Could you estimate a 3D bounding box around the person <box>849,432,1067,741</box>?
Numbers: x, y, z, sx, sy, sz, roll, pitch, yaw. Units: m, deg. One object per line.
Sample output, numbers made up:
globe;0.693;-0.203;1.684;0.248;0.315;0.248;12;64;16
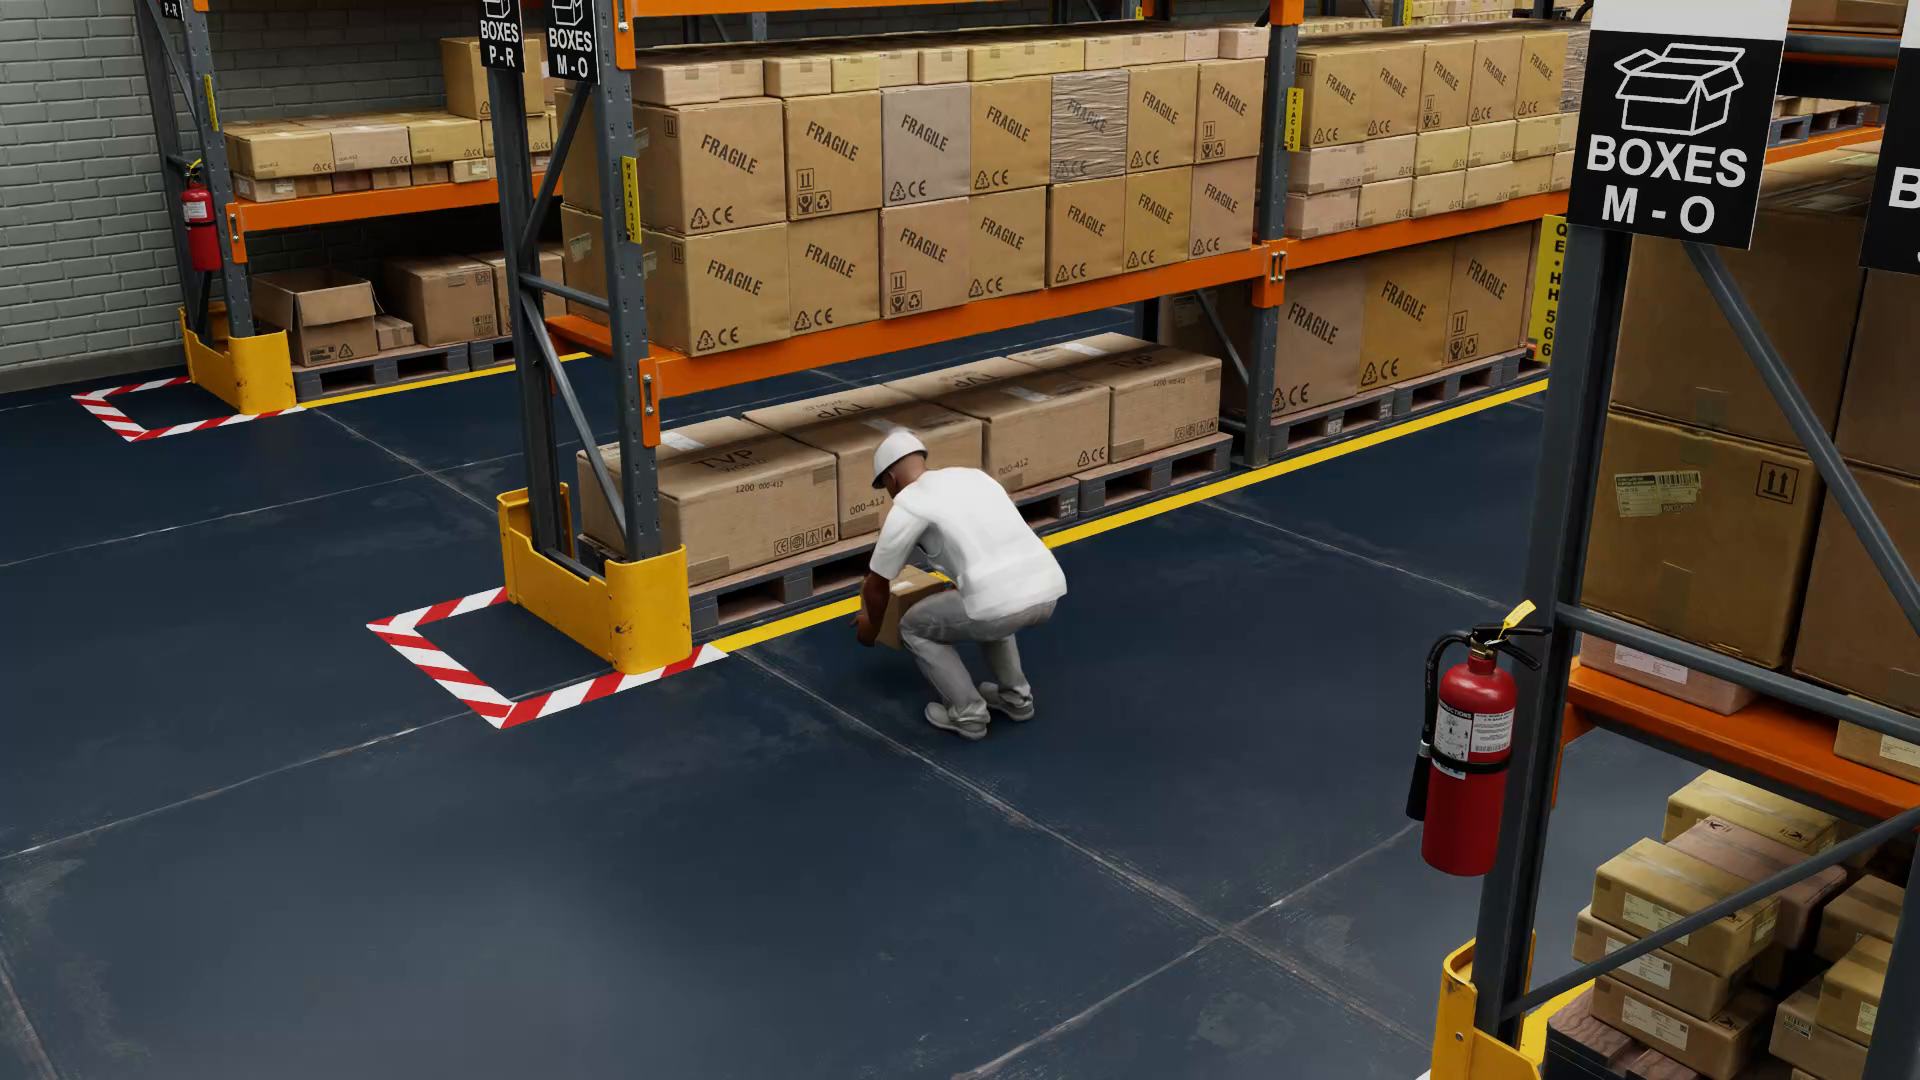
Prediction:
person;-0.016;0.181;6.498;0.603;1.111;0.860;-17;27;-38
